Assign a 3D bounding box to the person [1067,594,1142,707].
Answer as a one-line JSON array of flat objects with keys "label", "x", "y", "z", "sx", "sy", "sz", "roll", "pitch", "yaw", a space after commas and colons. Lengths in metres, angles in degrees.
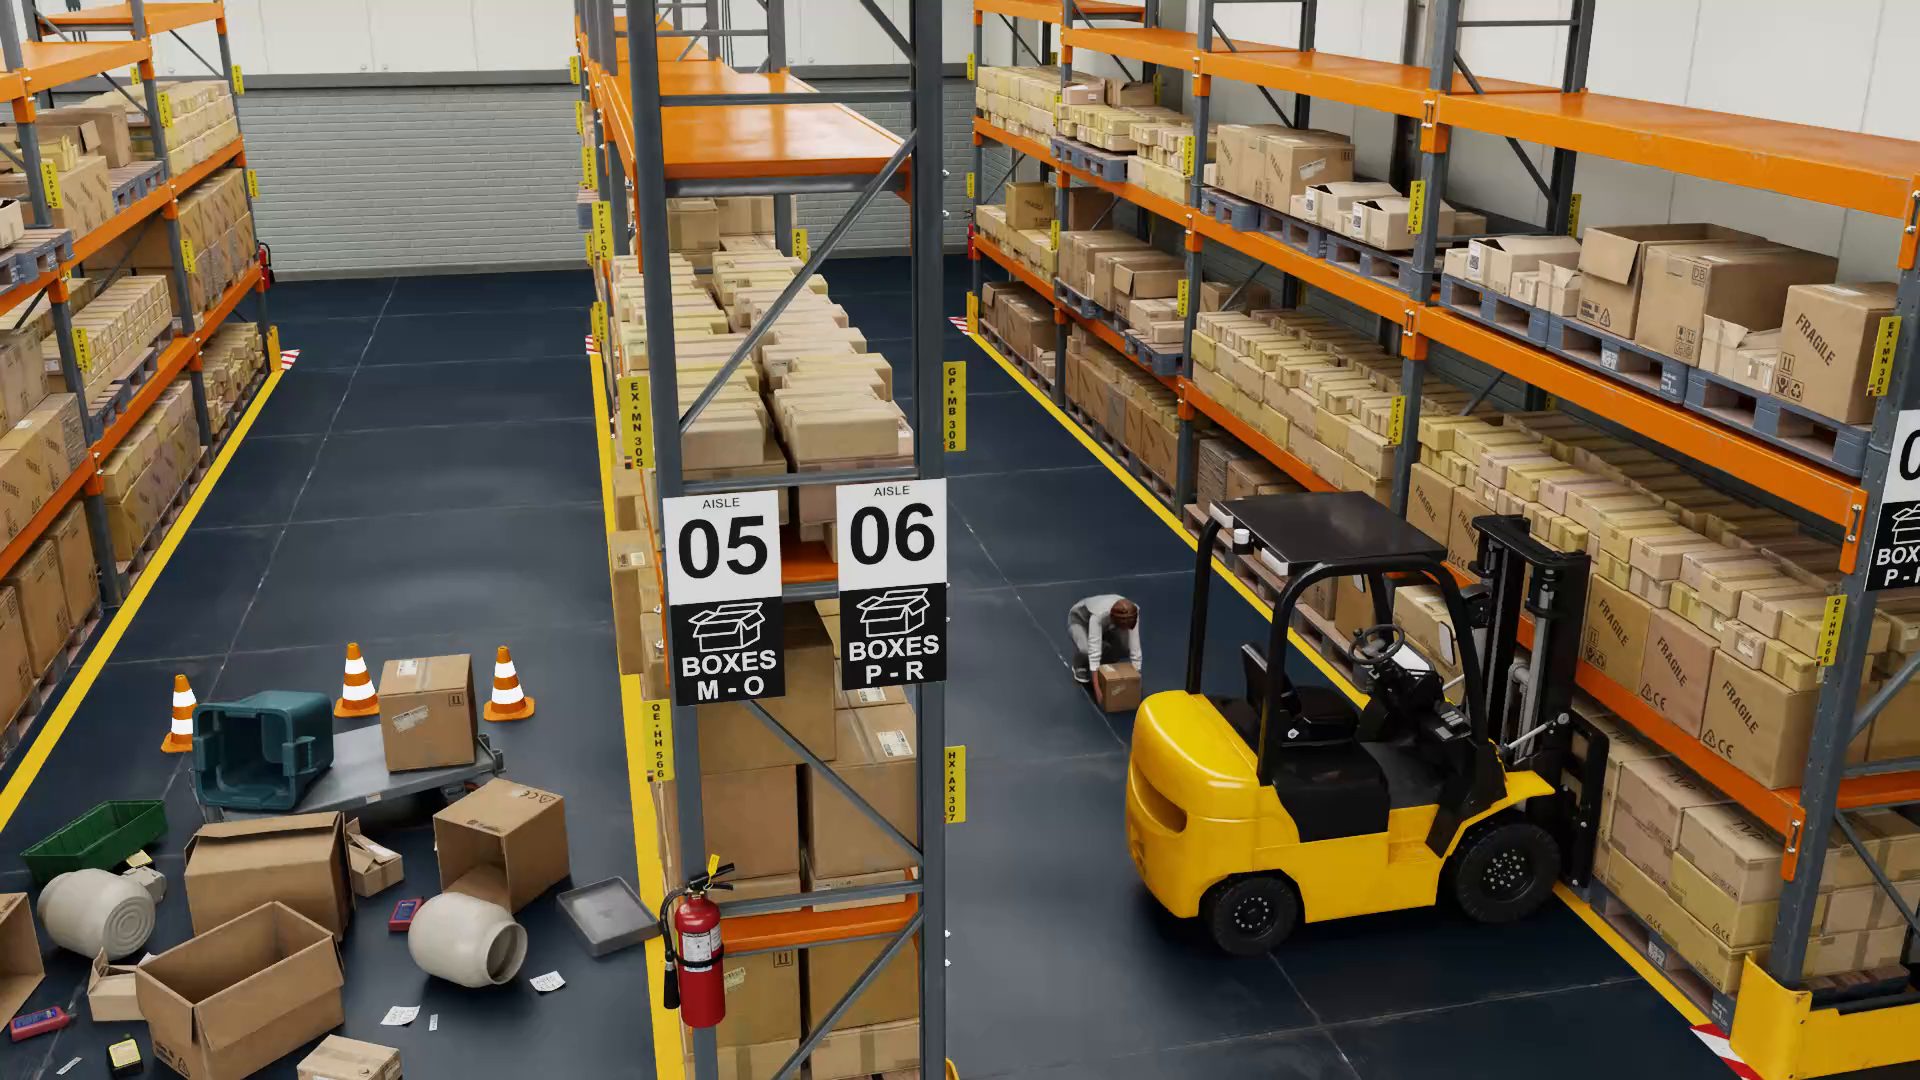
[{"label": "person", "x": 1.018, "y": 0.678, "z": 11.737, "sx": 0.436, "sy": 0.765, "sz": 0.810, "roll": -5, "pitch": 20, "yaw": -12}]
